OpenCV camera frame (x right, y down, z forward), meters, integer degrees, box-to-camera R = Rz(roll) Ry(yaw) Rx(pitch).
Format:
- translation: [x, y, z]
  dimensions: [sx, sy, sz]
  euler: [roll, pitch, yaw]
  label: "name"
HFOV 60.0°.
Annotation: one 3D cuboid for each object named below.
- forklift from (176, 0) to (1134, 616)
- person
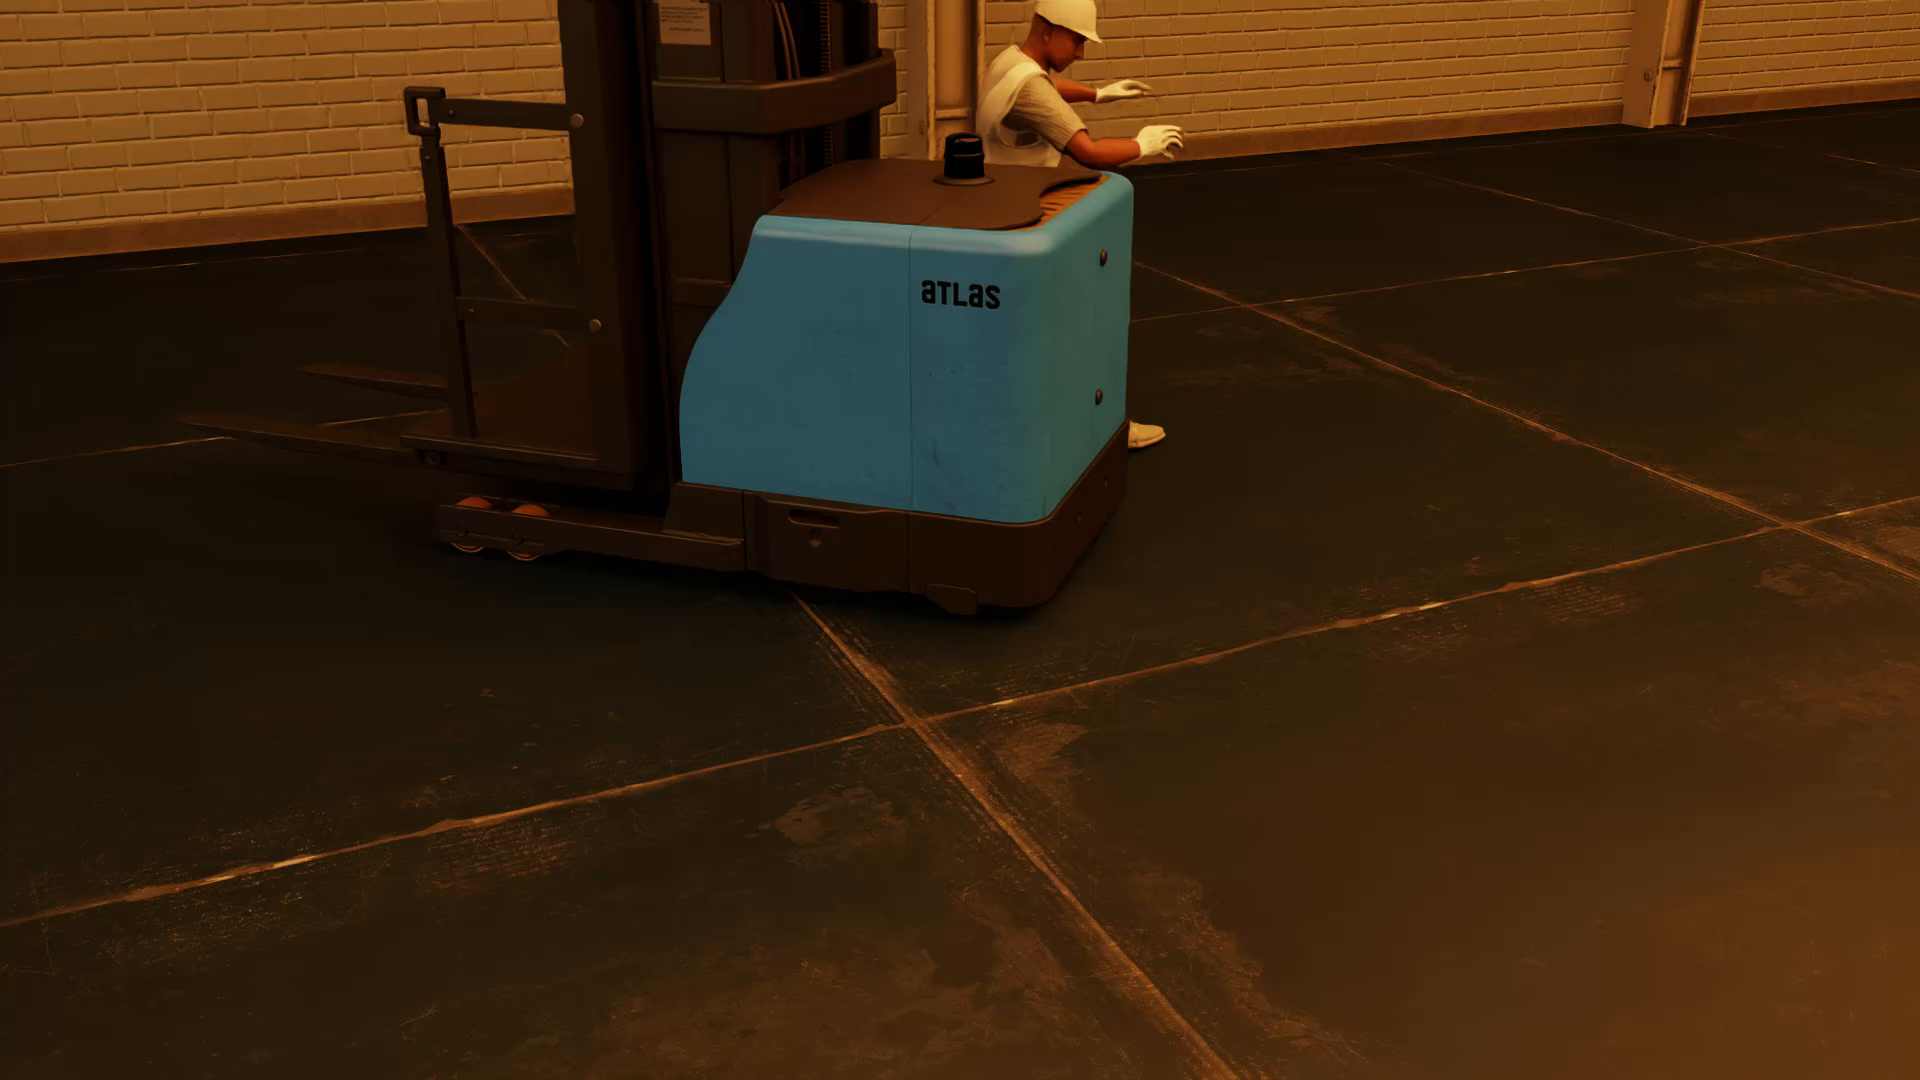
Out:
- translation: [-1.044, -1.472, 4.830]
  dimensions: [3.031, 2.935, 1.130]
  euler: [8, 24, 18]
  label: "forklift"
- translation: [0.414, -1.233, 6.077]
  dimensions: [0.737, 1.532, 1.119]
  euler: [0, 23, -1]
  label: "person"
